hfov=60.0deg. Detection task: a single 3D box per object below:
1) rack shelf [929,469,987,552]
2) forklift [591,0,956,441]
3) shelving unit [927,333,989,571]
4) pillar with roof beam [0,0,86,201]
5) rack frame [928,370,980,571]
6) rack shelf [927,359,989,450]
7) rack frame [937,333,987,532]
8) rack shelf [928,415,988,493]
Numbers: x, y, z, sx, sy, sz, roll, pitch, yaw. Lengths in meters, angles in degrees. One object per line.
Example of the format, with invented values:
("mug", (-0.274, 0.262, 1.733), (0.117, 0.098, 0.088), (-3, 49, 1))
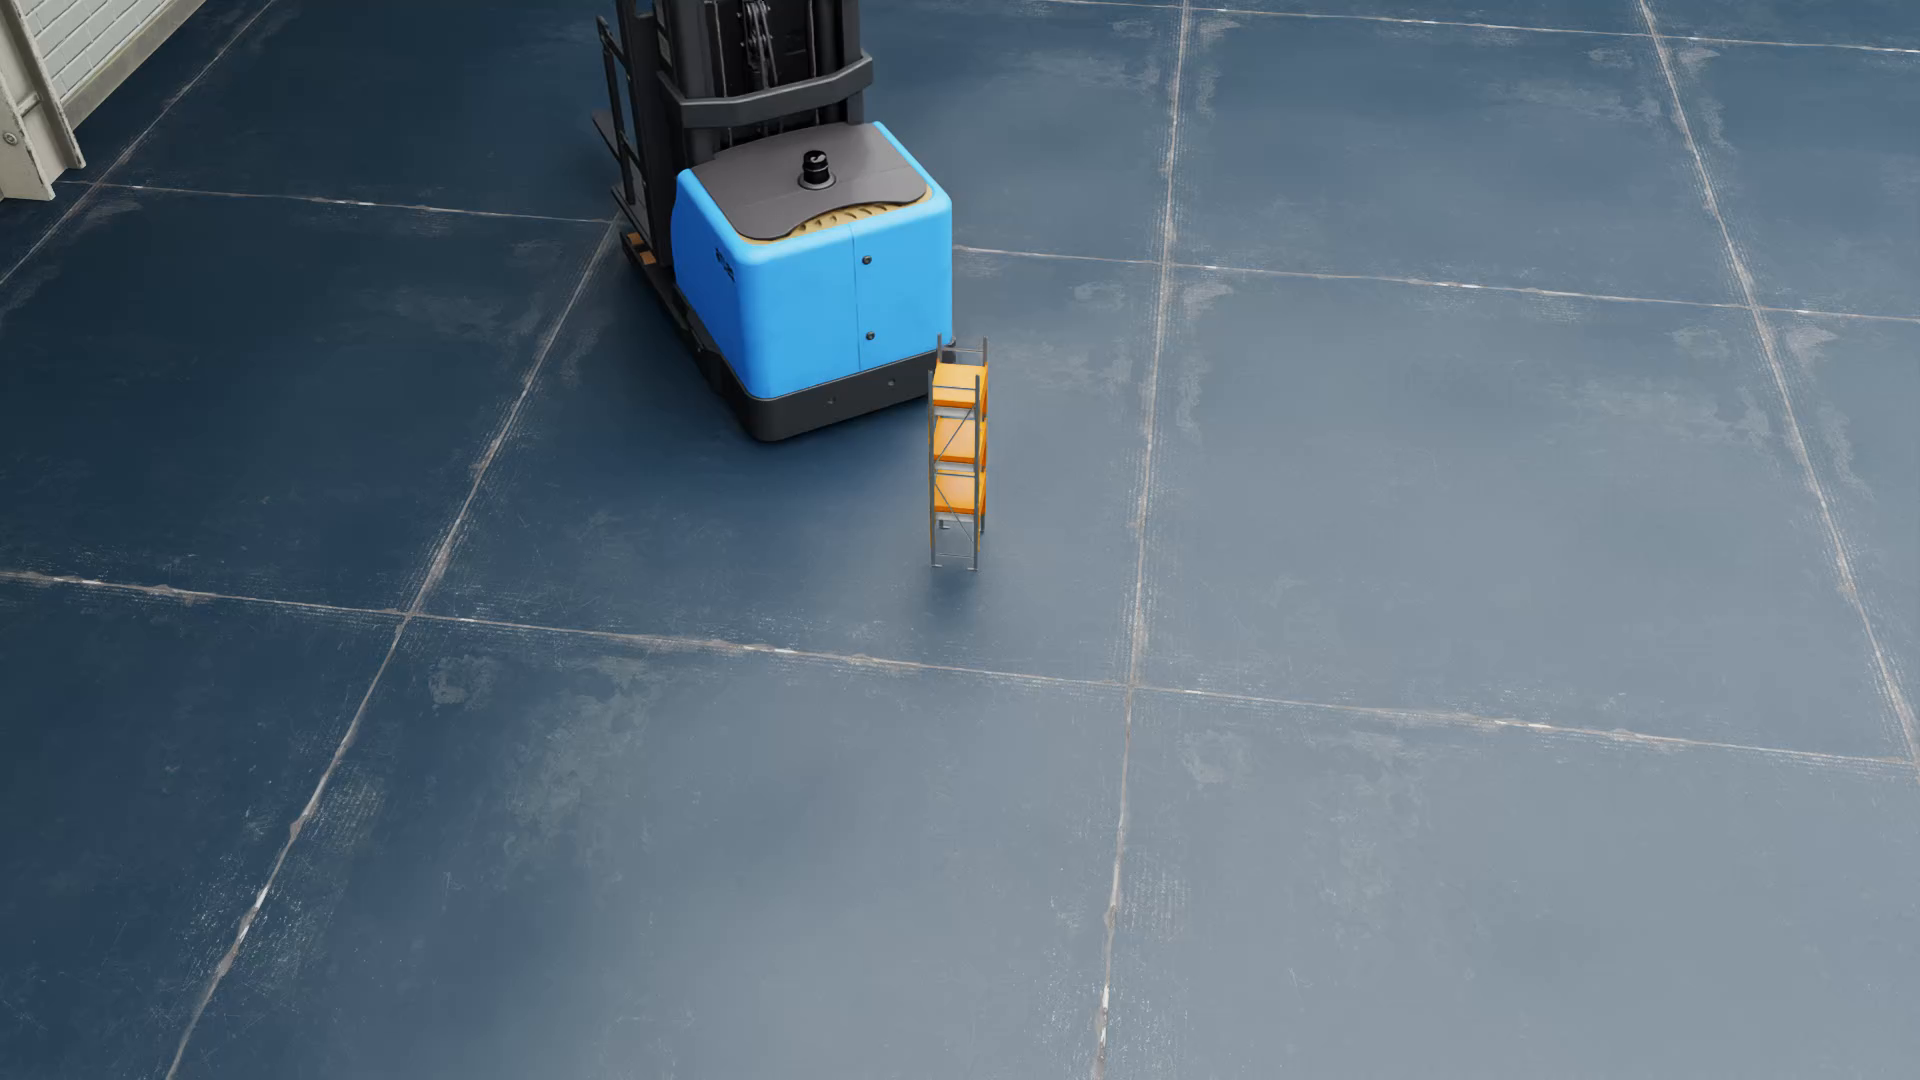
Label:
("rack shelf", (-0.007, -0.135, 7.049), (0.215, 0.259, 0.240), (5, 44, 6))
("forklift", (-1.132, -2.530, 7.791), (1.130, 2.935, 3.031), (-19, 47, -19))
("shelving unit", (-0.007, -0.345, 6.851), (0.215, 1.050, 0.252), (5, 44, 6))
("pillar with roof beam", (-0.914, -4.912, 5.892), (9.100, 9.000, 0.400), (5, 44, 6))
("rack frame", (-0.023, -0.262, 6.763), (0.200, 1.050, 0.008), (5, 44, 6))
("rack shelf", (-0.007, -0.543, 6.663), (0.215, 0.259, 0.240), (5, 44, 6))
("rack frame", (0.009, -0.428, 6.938), (0.200, 1.050, 0.008), (5, 44, 6))
("rack shelf", (-0.007, -0.337, 6.858), (0.215, 0.259, 0.240), (5, 44, 6))
